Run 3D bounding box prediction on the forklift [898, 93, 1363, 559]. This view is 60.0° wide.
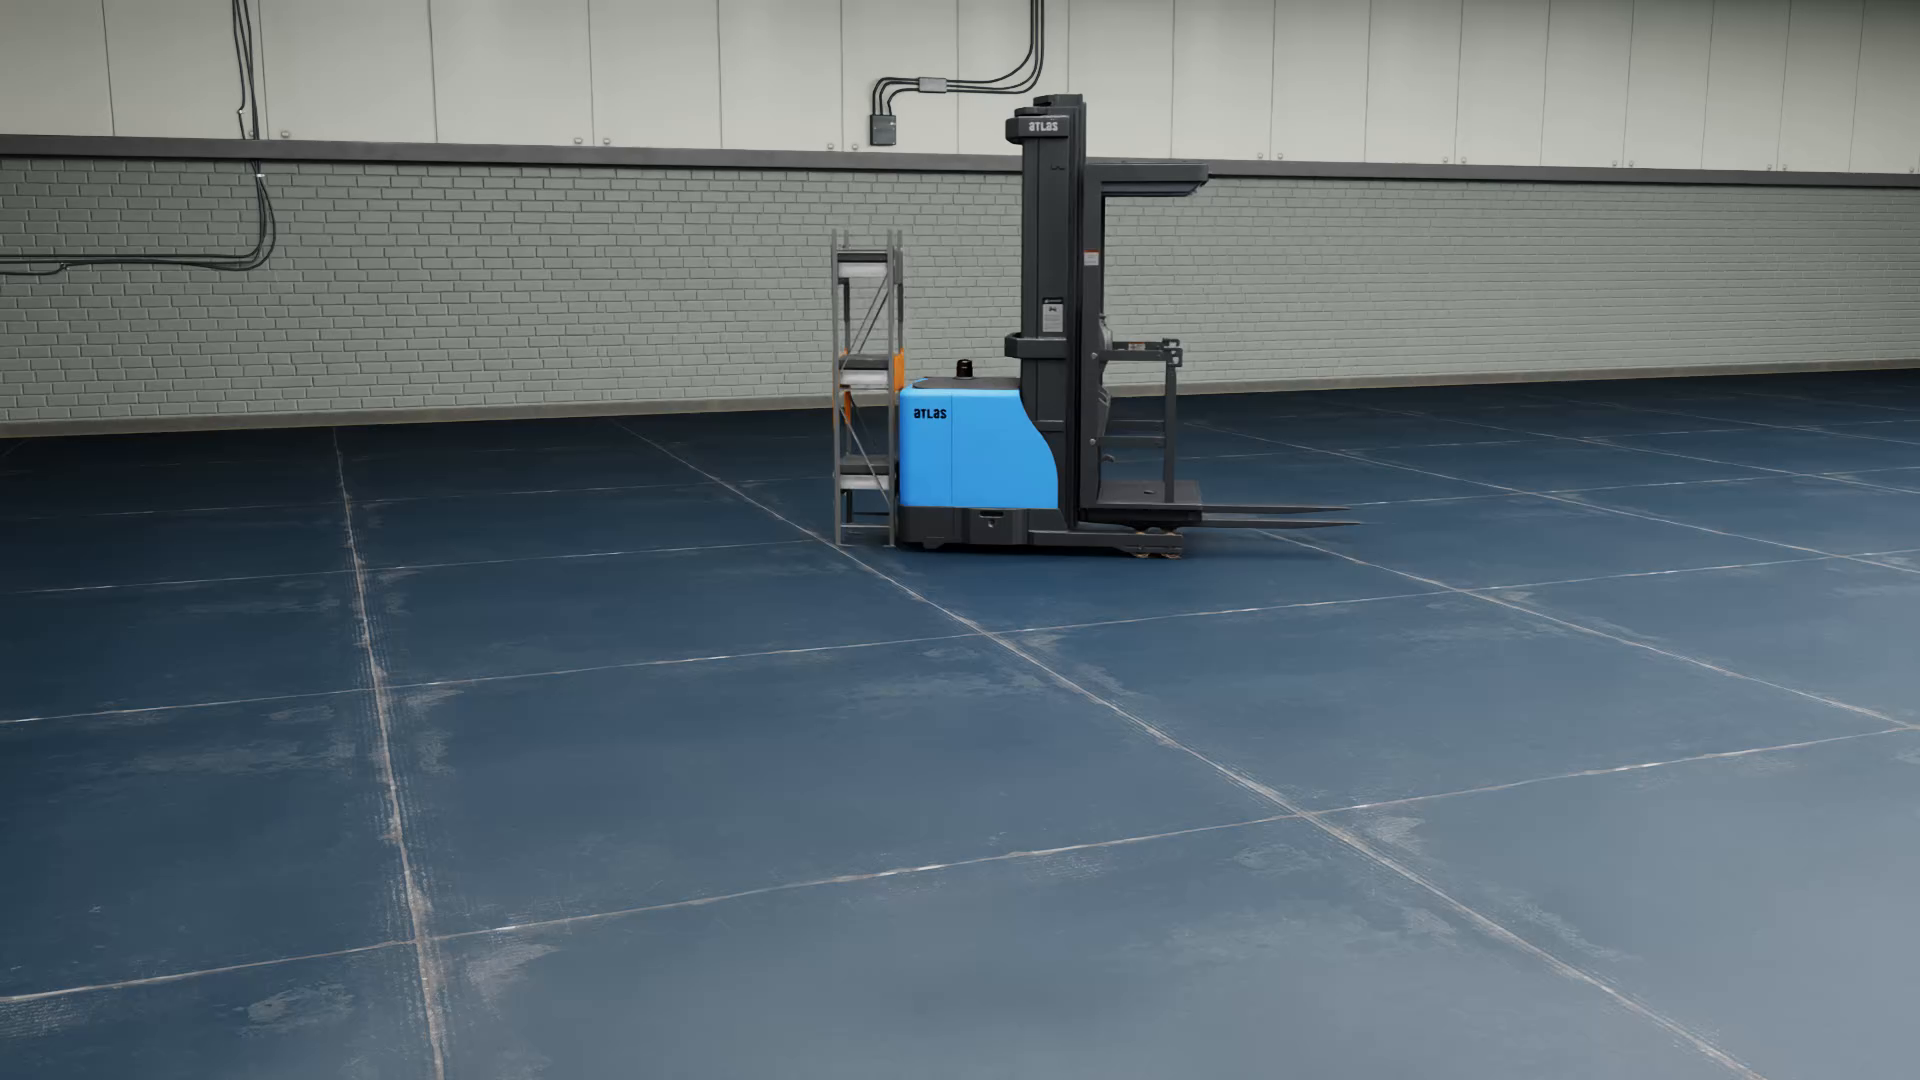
[{"bbox_3d":[1.140,-1.421,11.038,3.031,2.935,1.130,1,10,6],"label":"forklift"}]

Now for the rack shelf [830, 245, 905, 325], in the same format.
[{"bbox_3d":[-0.613,-1.706,11.098,0.431,0.518,0.480,1,10,5],"label":"rack shelf"}]

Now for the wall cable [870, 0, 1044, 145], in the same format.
[{"bbox_3d":[0.001,-7.849,20.140,2.305,6.003,0.169,-4,11,-21],"label":"wall cable"}]

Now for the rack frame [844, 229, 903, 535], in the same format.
[{"bbox_3d":[-0.590,-1.073,11.458,0.400,2.100,0.015,1,10,5],"label":"rack frame"}]

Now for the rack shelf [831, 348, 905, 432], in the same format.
[{"bbox_3d":[-0.613,-1.017,11.221,0.431,0.518,0.480,1,10,5],"label":"rack shelf"}]

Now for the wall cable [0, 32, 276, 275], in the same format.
[{"bbox_3d":[-8.853,-4.046,17.337,3.097,2.526,0.112,-4,11,-21],"label":"wall cable"}]

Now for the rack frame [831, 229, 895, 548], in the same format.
[{"bbox_3d":[-0.636,-0.988,10.979,0.400,2.100,0.015,1,10,5],"label":"rack frame"}]

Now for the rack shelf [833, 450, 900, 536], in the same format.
[{"bbox_3d":[-0.613,-0.328,11.343,0.431,0.518,0.480,1,10,5],"label":"rack shelf"}]

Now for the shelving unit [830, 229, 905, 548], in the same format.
[{"bbox_3d":[-0.613,-1.031,11.218,0.431,2.100,0.503,1,10,5],"label":"shelving unit"}]

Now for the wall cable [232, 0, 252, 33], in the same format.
[{"bbox_3d":[-6.332,-6.704,17.860,3.097,2.526,0.112,-4,11,-21],"label":"wall cable"}]
